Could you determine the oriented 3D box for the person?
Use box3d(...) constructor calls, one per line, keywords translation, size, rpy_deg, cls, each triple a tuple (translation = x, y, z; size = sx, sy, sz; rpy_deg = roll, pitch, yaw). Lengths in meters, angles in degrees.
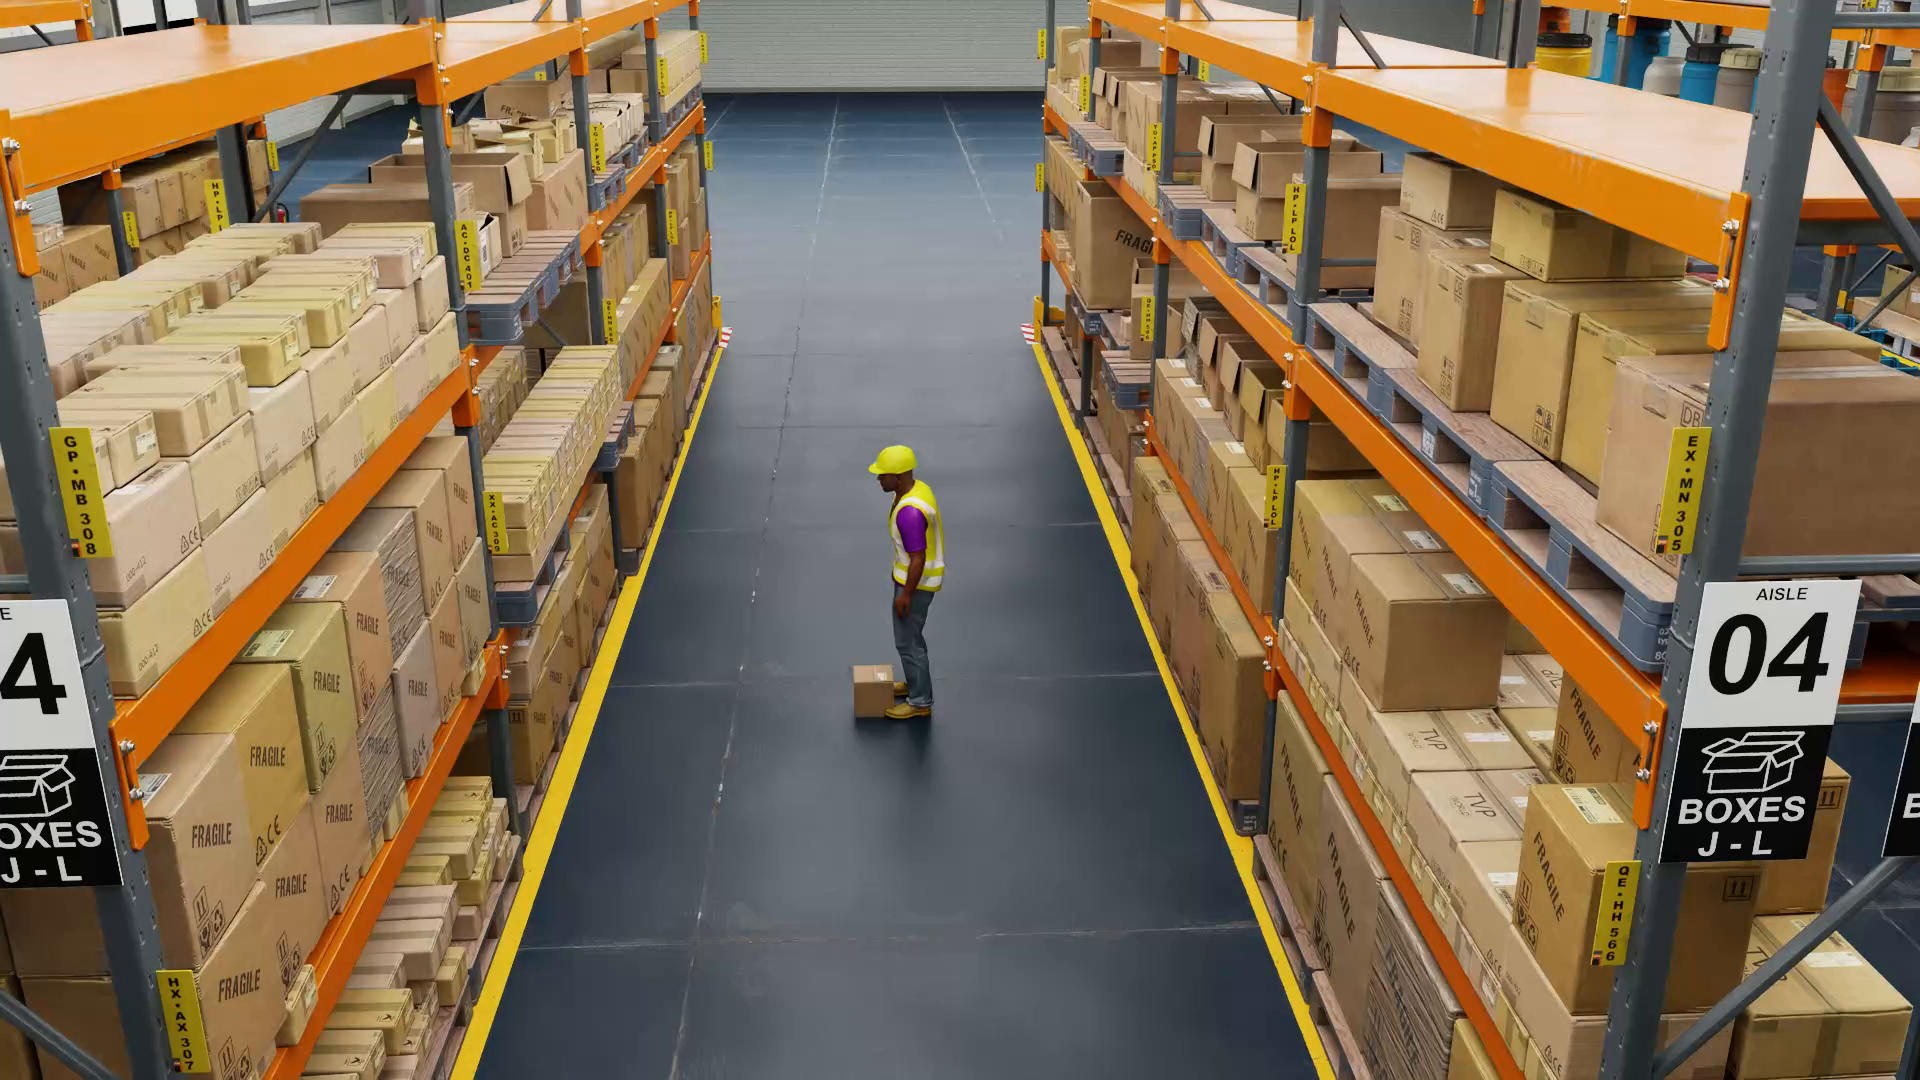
box3d(translation=(-0.325, 0.248, 10.377), size=(0.457, 1.761, 0.626), rpy_deg=(-1, 20, -3), cls="person")
